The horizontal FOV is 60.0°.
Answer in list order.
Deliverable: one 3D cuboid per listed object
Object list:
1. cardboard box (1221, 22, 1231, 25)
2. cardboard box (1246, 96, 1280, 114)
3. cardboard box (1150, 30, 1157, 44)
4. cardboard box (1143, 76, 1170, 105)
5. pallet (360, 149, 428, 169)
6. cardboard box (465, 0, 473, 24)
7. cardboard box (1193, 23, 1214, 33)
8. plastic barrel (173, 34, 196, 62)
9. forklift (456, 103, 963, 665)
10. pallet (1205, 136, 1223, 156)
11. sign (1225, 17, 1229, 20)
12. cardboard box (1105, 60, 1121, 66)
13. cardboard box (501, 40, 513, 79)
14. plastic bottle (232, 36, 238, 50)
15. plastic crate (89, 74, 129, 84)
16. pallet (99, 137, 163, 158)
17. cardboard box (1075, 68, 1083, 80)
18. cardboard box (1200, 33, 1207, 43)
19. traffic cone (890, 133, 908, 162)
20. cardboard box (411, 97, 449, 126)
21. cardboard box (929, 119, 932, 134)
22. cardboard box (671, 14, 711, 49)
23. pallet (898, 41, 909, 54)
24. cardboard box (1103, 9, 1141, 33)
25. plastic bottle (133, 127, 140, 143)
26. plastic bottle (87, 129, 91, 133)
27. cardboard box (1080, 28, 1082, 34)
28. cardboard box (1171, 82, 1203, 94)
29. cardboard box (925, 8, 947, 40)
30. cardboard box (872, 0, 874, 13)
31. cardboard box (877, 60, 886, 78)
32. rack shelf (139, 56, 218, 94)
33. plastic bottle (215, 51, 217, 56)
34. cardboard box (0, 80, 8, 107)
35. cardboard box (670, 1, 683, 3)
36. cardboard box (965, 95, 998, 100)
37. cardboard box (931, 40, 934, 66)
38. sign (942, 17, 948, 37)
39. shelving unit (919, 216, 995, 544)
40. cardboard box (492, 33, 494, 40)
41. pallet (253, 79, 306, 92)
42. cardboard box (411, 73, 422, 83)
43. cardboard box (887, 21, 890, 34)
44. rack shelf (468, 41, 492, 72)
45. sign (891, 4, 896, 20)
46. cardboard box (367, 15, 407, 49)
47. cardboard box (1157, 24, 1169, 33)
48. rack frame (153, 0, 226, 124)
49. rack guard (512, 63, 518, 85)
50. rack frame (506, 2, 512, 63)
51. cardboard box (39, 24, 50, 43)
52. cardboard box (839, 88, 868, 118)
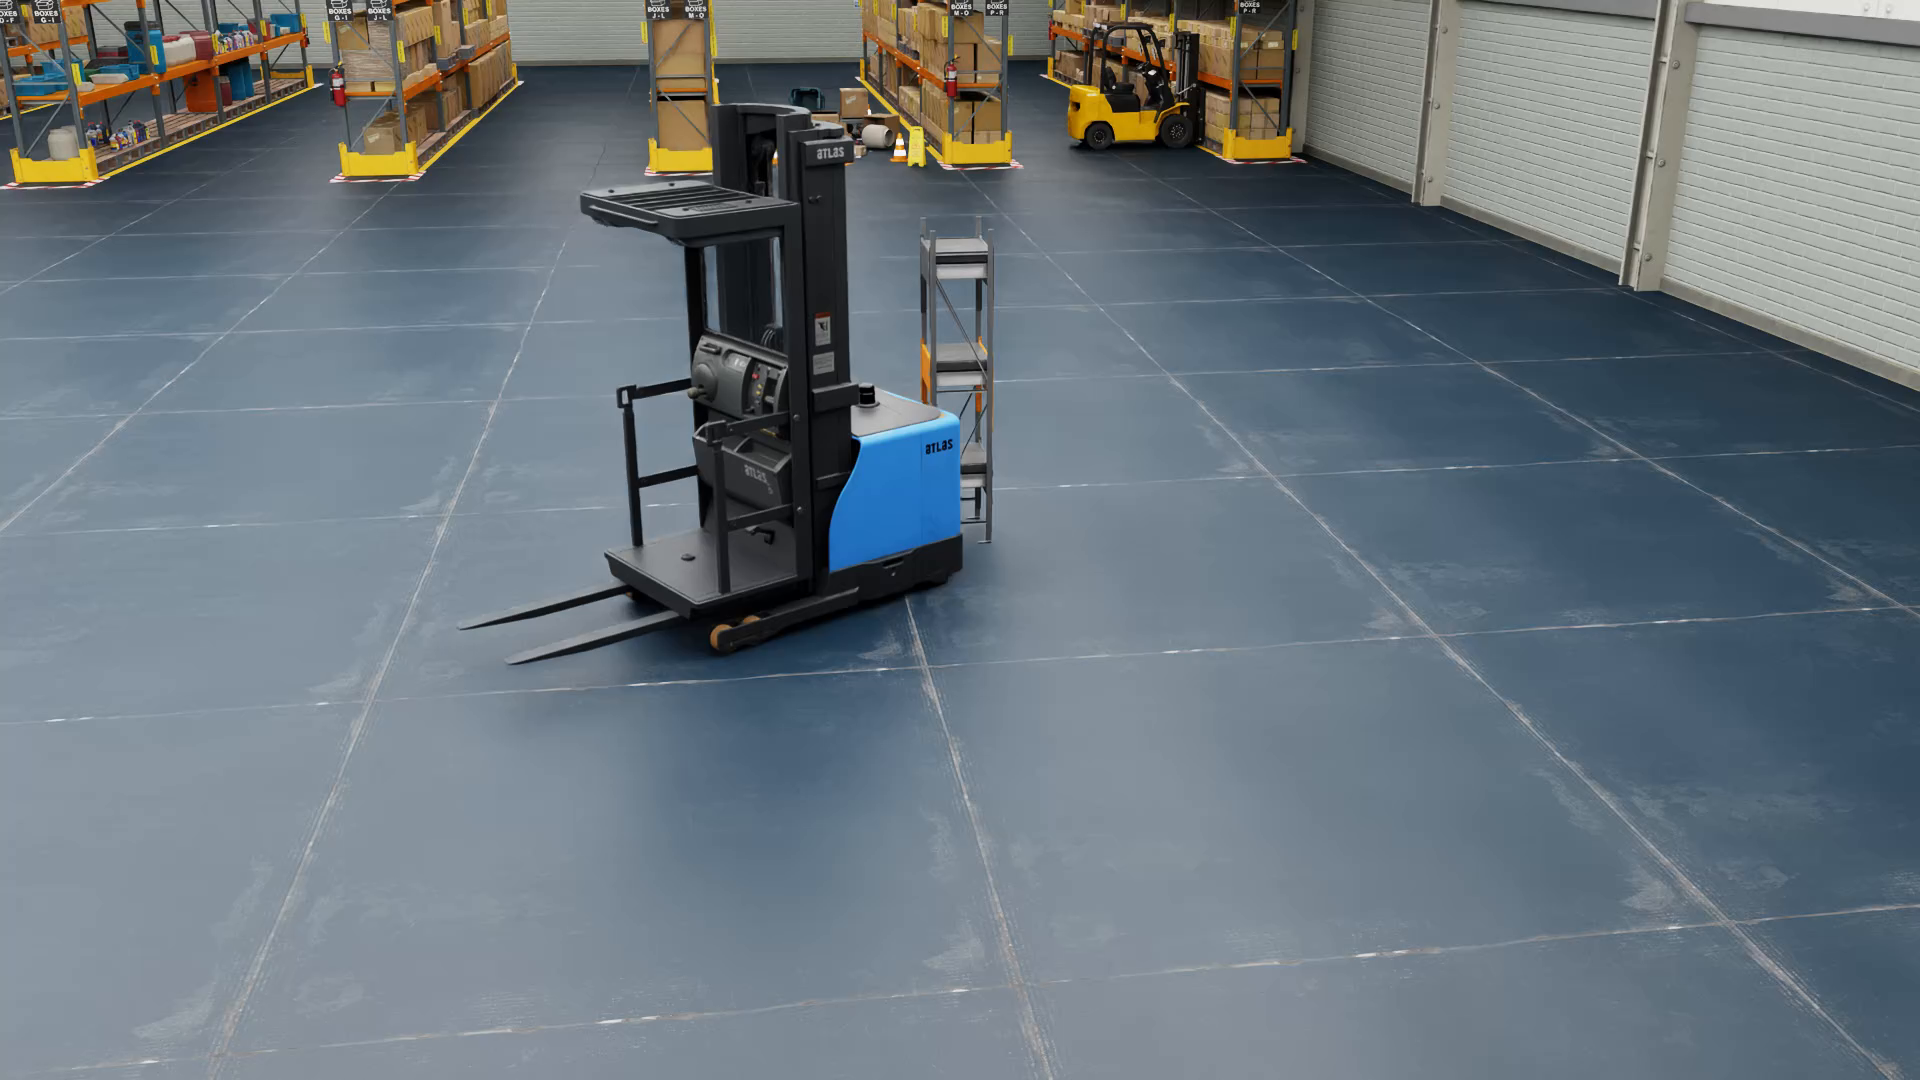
[{"bbox_3d":[5.126,-9.666,31.313,0.380,0.149,0.250,-3,21,-9],"label":"cardboard box"},{"bbox_3d":[5.331,-7.702,29.452,0.500,0.250,0.500,-3,21,-9],"label":"cardboard box"},{"bbox_3d":[4.163,-10.210,33.767,0.500,0.250,0.500,-3,21,-7],"label":"cardboard box"},{"bbox_3d":[4.335,-9.328,34.698,0.875,0.625,0.625,-4,21,-10],"label":"cardboard box"},{"bbox_3d":[-9.598,-6.401,28.053,1.003,0.211,1.213,-3,21,-8],"label":"pallet"},{"bbox_3d":[-10.942,-11.396,35.865,0.797,0.503,0.637,-2,21,-6],"label":"cardboard box"},{"bbox_3d":[4.561,-9.542,30.983,0.380,0.149,0.250,-3,21,-9],"label":"cardboard box"},{"bbox_3d":[-15.200,-9.625,32.539,0.421,0.512,0.421,0,20,0],"label":"plastic barrel"},{"bbox_3d":[-1.440,-0.932,9.523,3.031,2.935,1.130,-16,26,-37],"label":"forklift"},{"bbox_3d":[5.061,-7.106,29.940,1.003,0.211,1.213,-3,21,-8],"label":"pallet"},{"bbox_3d":[5.185,-10.006,32.368,0.100,0.325,0.005,-3,21,-8],"label":"sign"},{"bbox_3d":[3.522,-11.047,38.553,0.380,0.149,0.250,-2,21,-6],"label":"cardboard box"},{"bbox_3d":[-11.640,-11.922,41.285,0.875,0.875,0.875,-3,21,-8],"label":"cardboard box"},{"bbox_3d":[-15.502,-10.622,35.536,0.061,0.283,0.133,-3,21,-8],"label":"plastic bottle"},{"bbox_3d":[-14.498,-7.860,28.351,0.530,0.136,0.437,-3,21,-8],"label":"plastic crate"},{"bbox_3d":[-14.927,-6.992,29.635,1.003,0.211,1.213,-3,21,-8],"label":"pallet"},{"bbox_3d":[3.061,-11.522,41.085,0.396,0.266,0.258,-2,21,-6],"label":"cardboard box"},{"bbox_3d":[4.625,-9.225,30.559,0.380,0.149,0.250,-3,21,-9],"label":"cardboard box"},{"bbox_3d":[-1.037,-6.793,28.743,0.336,0.463,0.334,-3,21,-8],"label":"traffic cone"},{"bbox_3d":[-10.199,-8.198,31.822,0.700,0.500,0.500,-3,21,-8],"label":"cardboard box"},{"bbox_3d":[-0.290,-7.606,30.622,0.500,0.250,0.500,-3,21,-8],"label":"cardboard box"},{"bbox_3d":[-4.714,-8.706,28.482,0.875,0.550,0.550,-3,21,-8],"label":"cardboard box"},{"bbox_3d":[-0.643,-10.336,34.878,1.213,0.211,1.003,-3,21,-8],"label":"pallet"},{"bbox_3d":[3.641,-11.720,37.561,0.797,0.503,0.637,-3,21,-9],"label":"cardboard box"},{"bbox_3d":[-14.512,-7.138,29.293,0.061,0.283,0.133,-2,21,-4],"label":"plastic bottle"},{"bbox_3d":[-15.191,-7.046,29.066,0.097,0.271,0.097,0,20,0],"label":"plastic bottle"},{"bbox_3d":[3.128,-12.373,40.417,0.380,0.149,0.250,-2,21,-6],"label":"cardboard box"},{"bbox_3d":[4.396,-8.728,32.198,0.500,0.250,0.500,-3,21,-9],"label":"cardboard box"},{"bbox_3d":[-0.229,-9.065,29.203,0.700,0.500,0.500,-3,21,-8],"label":"cardboard box"},{"bbox_3d":[-1.835,-12.893,39.878,0.500,0.500,0.500,-3,21,-9],"label":"cardboard box"},{"bbox_3d":[-1.542,-11.582,41.000,0.875,0.438,0.875,-4,21,-9],"label":"cardboard box"},{"bbox_3d":[-15.271,-8.889,31.756,1.077,0.370,4.000,-3,21,-8],"label":"rack shelf"},{"bbox_3d":[-15.291,-10.065,34.062,0.097,0.271,0.097,0,20,0],"label":"plastic bottle"},{"bbox_3d":[-20.473,-9.412,35.073,0.500,0.500,0.500,-4,21,-10],"label":"cardboard box"},{"bbox_3d":[-6.647,-12.572,38.592,0.500,0.500,0.500,-4,21,-10],"label":"cardboard box"},{"bbox_3d":[0.375,-7.640,29.642,0.500,0.500,0.500,-4,21,-10],"label":"cardboard box"},{"bbox_3d":[-0.240,-8.781,29.873,0.500,0.500,0.500,-3,21,-7],"label":"cardboard box"},{"bbox_3d":[-0.250,-8.567,27.761,0.100,0.325,0.005,-3,21,-8],"label":"sign"},{"bbox_3d":[-0.024,-1.041,11.002,0.431,2.100,0.503,-3,21,-8],"label":"shelving unit"},{"bbox_3d":[-10.986,-11.645,38.467,0.380,0.149,0.250,-4,21,-10],"label":"cardboard box"},{"bbox_3d":[-16.632,-11.094,40.618,1.003,0.211,1.213,-3,21,-8],"label":"pallet"},{"bbox_3d":[-9.430,-7.915,28.481,0.380,0.149,0.250,-3,21,-8],"label":"cardboard box"},{"bbox_3d":[-1.344,-11.340,36.791,0.500,0.250,0.500,-3,21,-9],"label":"cardboard box"},{"bbox_3d":[-10.946,-10.523,36.133,1.077,0.370,4.000,-3,21,-8],"label":"rack shelf"},{"bbox_3d":[-1.400,-11.181,35.210,0.100,0.325,0.005,-3,21,-8],"label":"sign"},{"bbox_3d":[-9.314,-8.257,27.039,0.500,0.500,0.500,-3,21,-8],"label":"cardboard box"},{"bbox_3d":[4.160,-10.252,33.309,0.380,0.149,0.250,-4,21,-9],"label":"cardboard box"},{"bbox_3d":[-15.559,-9.918,33.484,1.000,3.000,0.127,-3,21,-8],"label":"rack frame"},{"bbox_3d":[-11.815,-11.775,42.028,1.175,0.500,0.348,-3,21,-8],"label":"rack guard"},{"bbox_3d":[-11.811,-12.938,41.569,1.000,3.000,0.127,-3,21,-8],"label":"rack frame"},{"bbox_3d":[-20.919,-11.469,37.492,0.500,0.500,0.500,-3,21,-7],"label":"cardboard box"},{"bbox_3d":[-2.032,-8.366,31.820,0.500,0.500,0.500,-3,21,-8],"label":"cardboard box"}]
